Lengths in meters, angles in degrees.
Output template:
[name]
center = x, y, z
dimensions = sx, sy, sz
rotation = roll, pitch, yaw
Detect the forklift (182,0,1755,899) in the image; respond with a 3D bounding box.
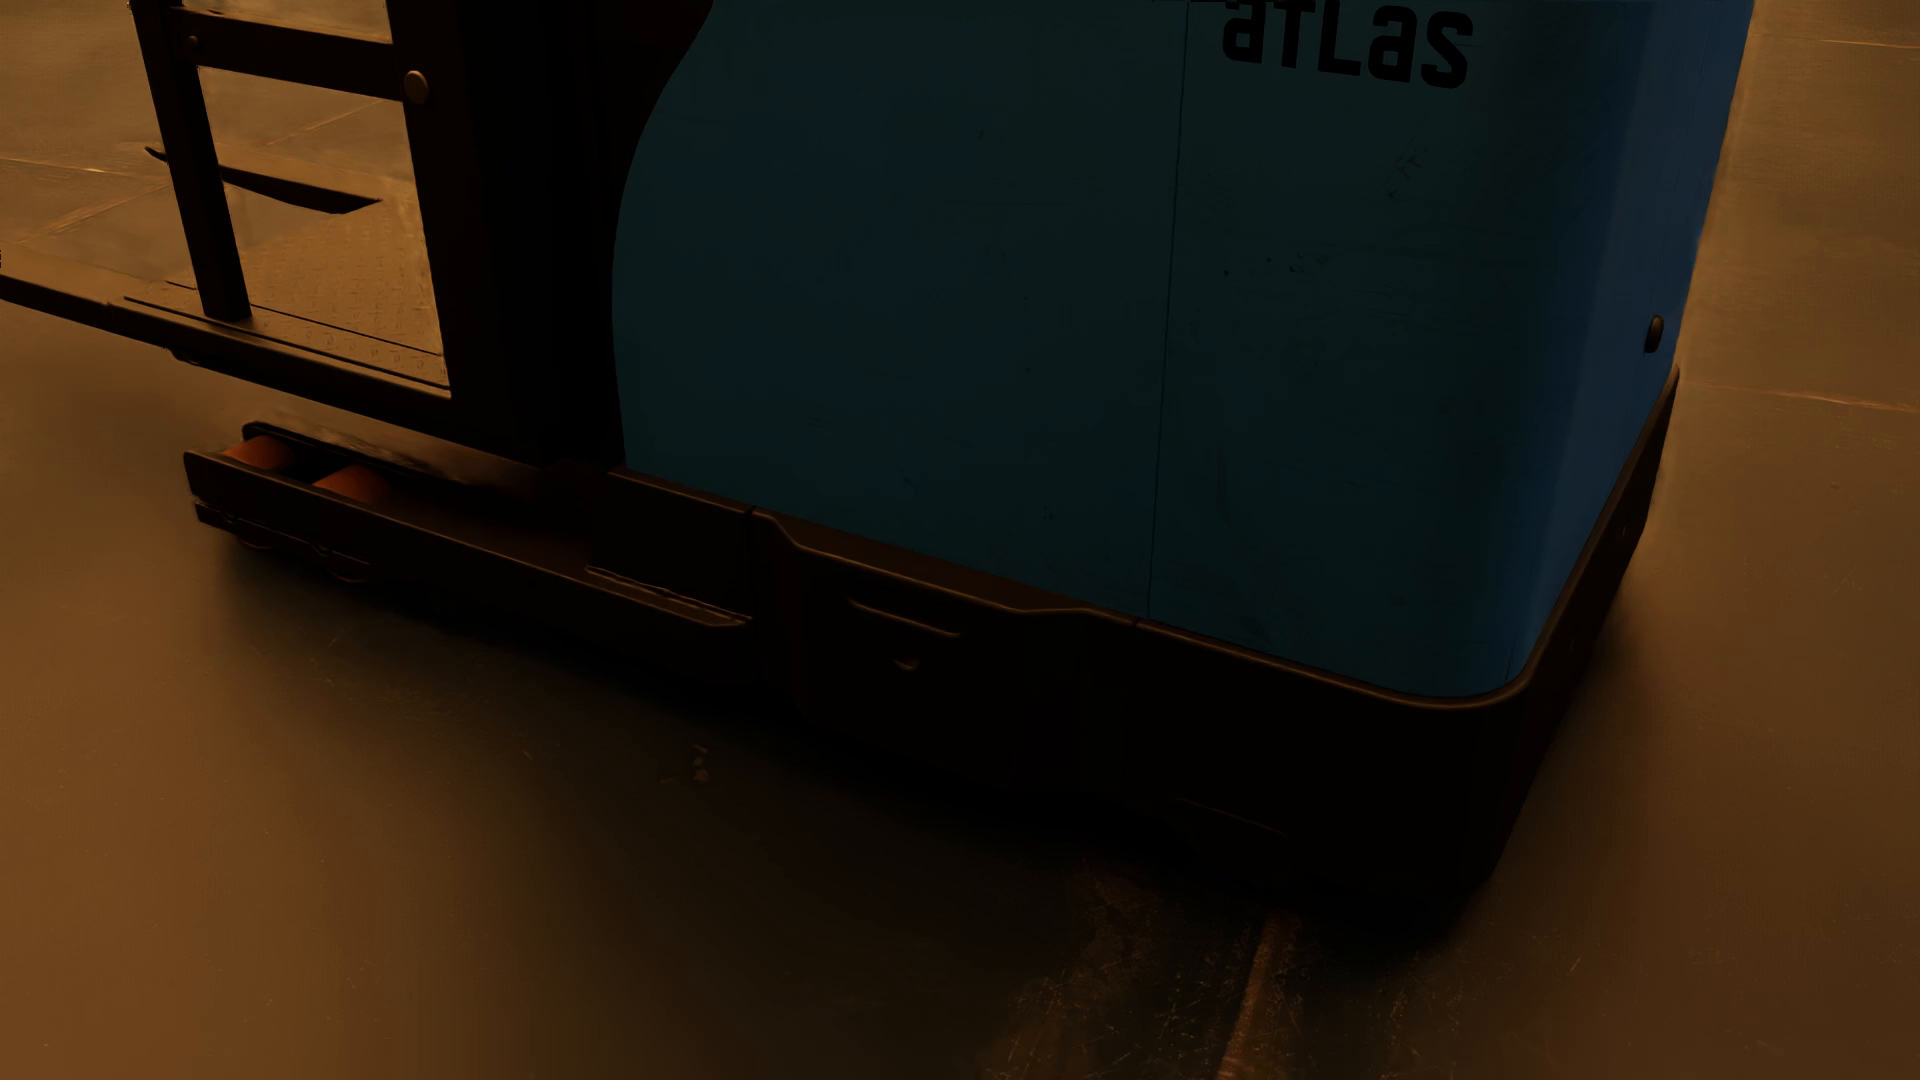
[forklift]
center = -0.544, -1.420, 2.033
dimensions = 3.031, 2.935, 1.130
rotation = 16, 33, 26
